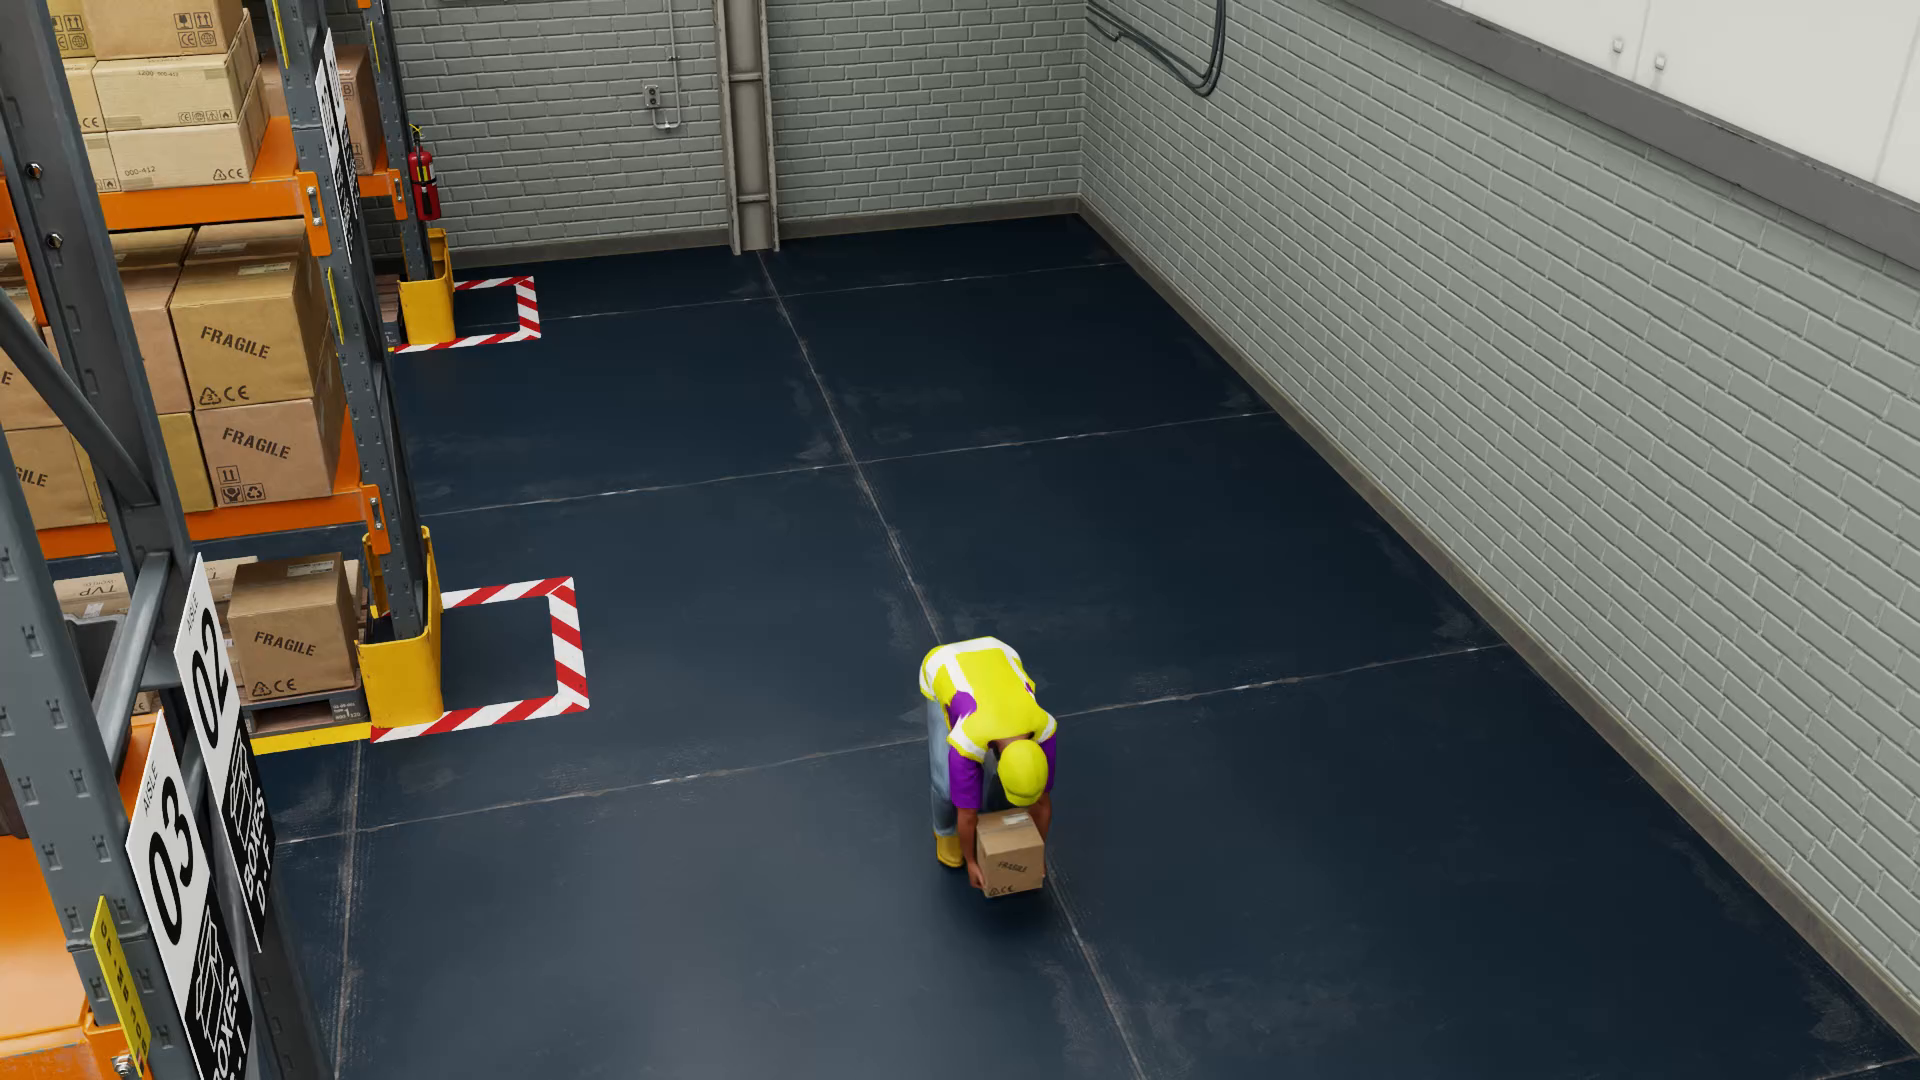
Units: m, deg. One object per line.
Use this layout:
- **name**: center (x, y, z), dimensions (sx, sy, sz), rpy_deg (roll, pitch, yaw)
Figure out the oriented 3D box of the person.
- **person**: center (0.146, 1.023, 7.157), dimensions (0.490, 1.054, 0.981), rpy_deg (-9, 31, -15)
